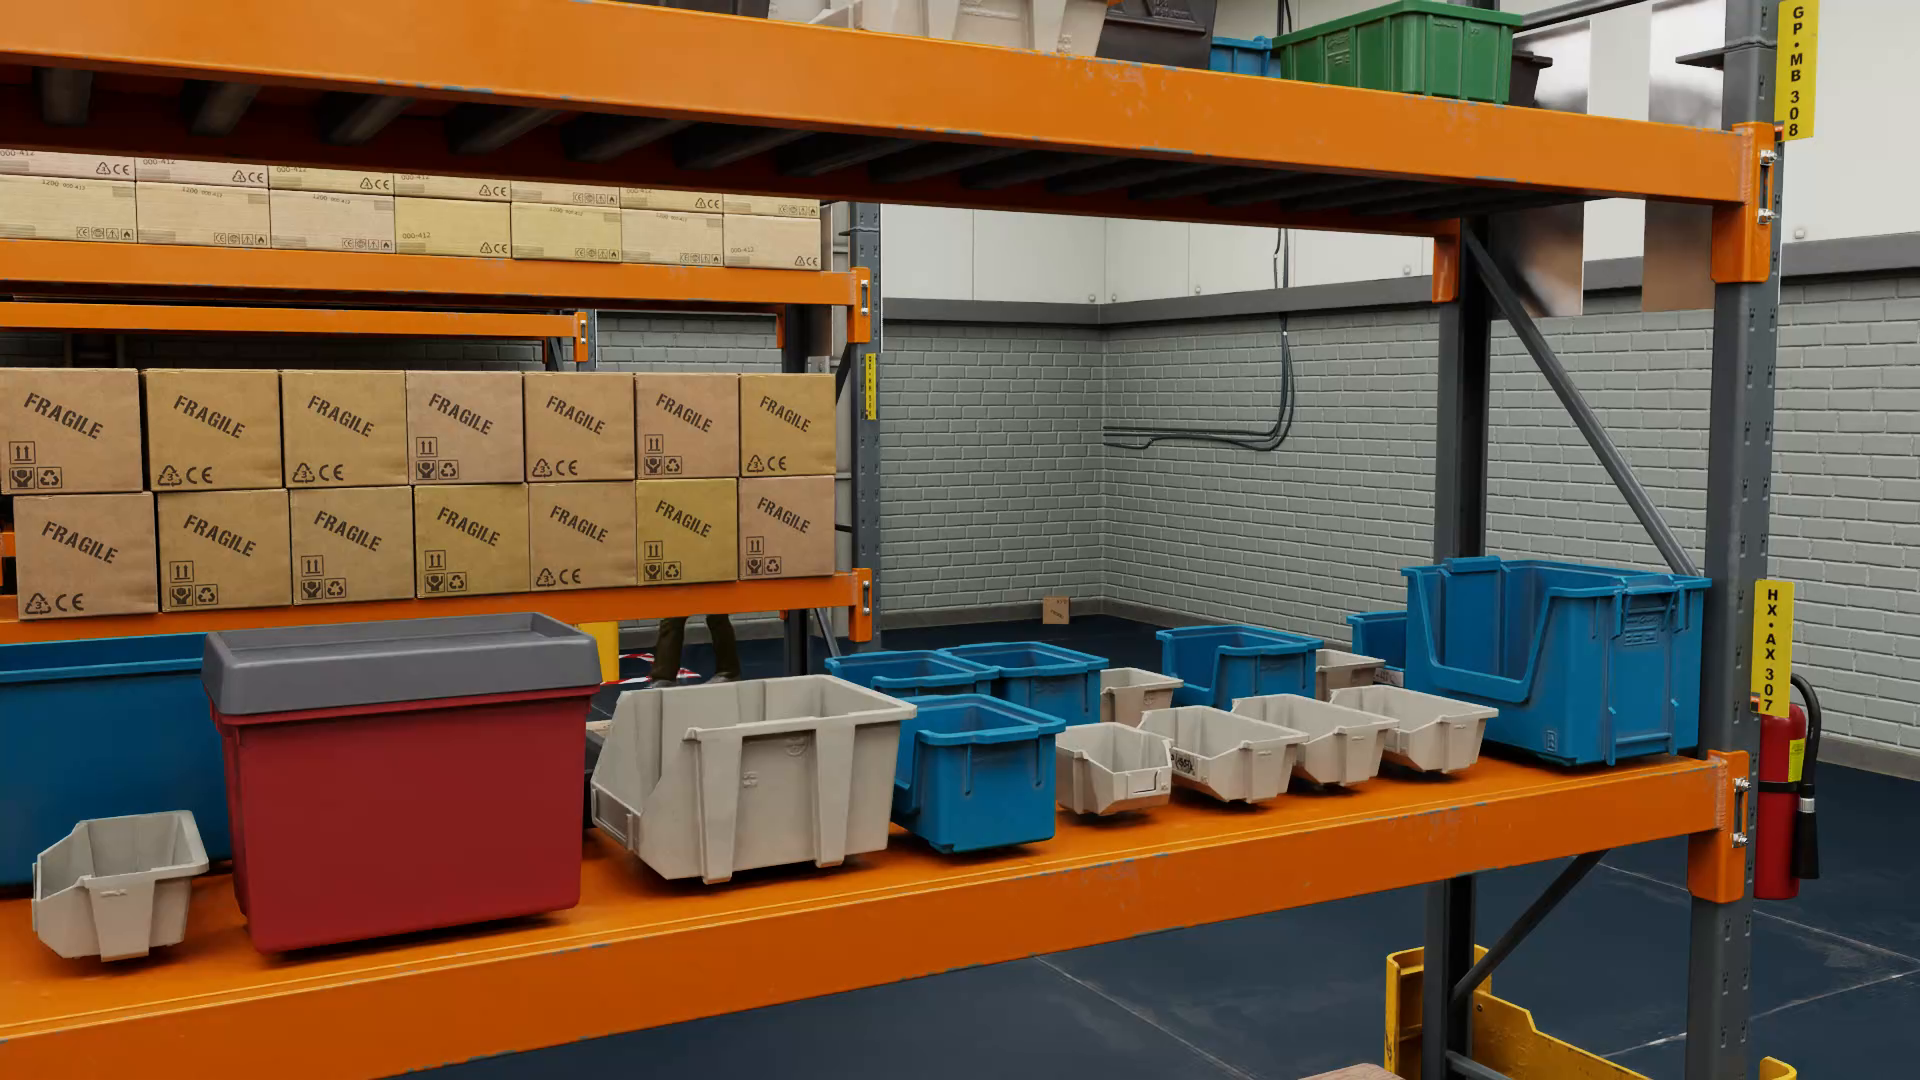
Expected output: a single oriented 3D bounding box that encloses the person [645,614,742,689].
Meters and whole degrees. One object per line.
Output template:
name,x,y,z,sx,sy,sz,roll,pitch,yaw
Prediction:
person,-1.940,0.272,12.098,0.602,1.819,0.831,4,6,41
